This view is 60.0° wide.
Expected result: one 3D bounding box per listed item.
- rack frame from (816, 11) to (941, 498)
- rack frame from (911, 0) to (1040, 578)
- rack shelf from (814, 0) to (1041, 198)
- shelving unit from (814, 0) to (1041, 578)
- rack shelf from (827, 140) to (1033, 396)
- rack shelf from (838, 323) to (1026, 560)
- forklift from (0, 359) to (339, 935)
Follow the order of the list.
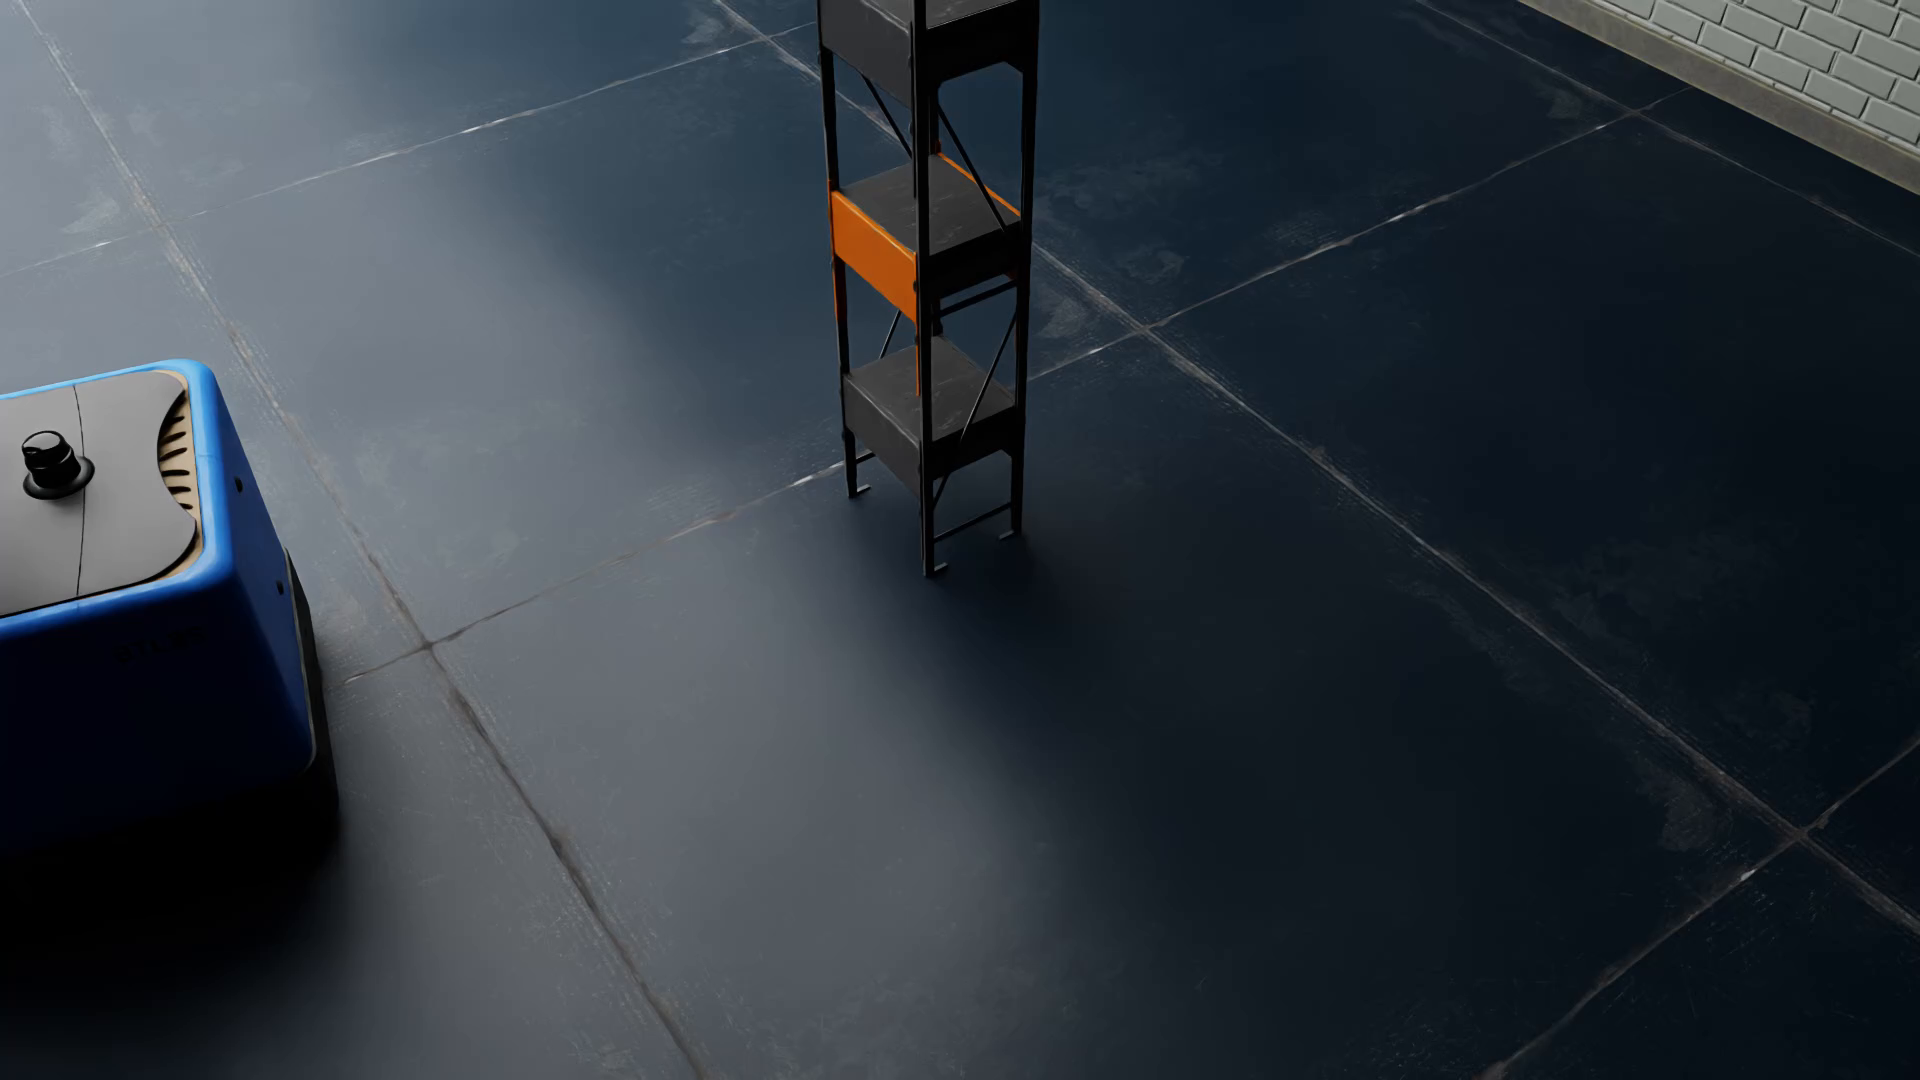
[{"bbox_3d":[-0.234,-0.991,5.268,0.400,2.100,0.015,-26,49,-24],"label":"rack frame"},{"bbox_3d":[0.045,-0.715,4.978,0.400,2.100,0.015,-26,49,-24],"label":"rack frame"},{"bbox_3d":[-0.095,-1.350,4.649,0.431,0.518,0.480,-26,49,-24],"label":"rack shelf"},{"bbox_3d":[-0.095,-0.853,5.123,0.431,2.100,0.503,-26,49,-24],"label":"shelving unit"},{"bbox_3d":[-0.095,-0.843,5.133,0.431,0.518,0.480,-26,49,-24],"label":"rack shelf"},{"bbox_3d":[-0.095,-0.337,5.616,0.431,0.518,0.480,-26,49,-24],"label":"rack shelf"},{"bbox_3d":[-3.376,-0.139,3.773,3.031,2.935,1.130,-15,46,-15],"label":"forklift"}]
